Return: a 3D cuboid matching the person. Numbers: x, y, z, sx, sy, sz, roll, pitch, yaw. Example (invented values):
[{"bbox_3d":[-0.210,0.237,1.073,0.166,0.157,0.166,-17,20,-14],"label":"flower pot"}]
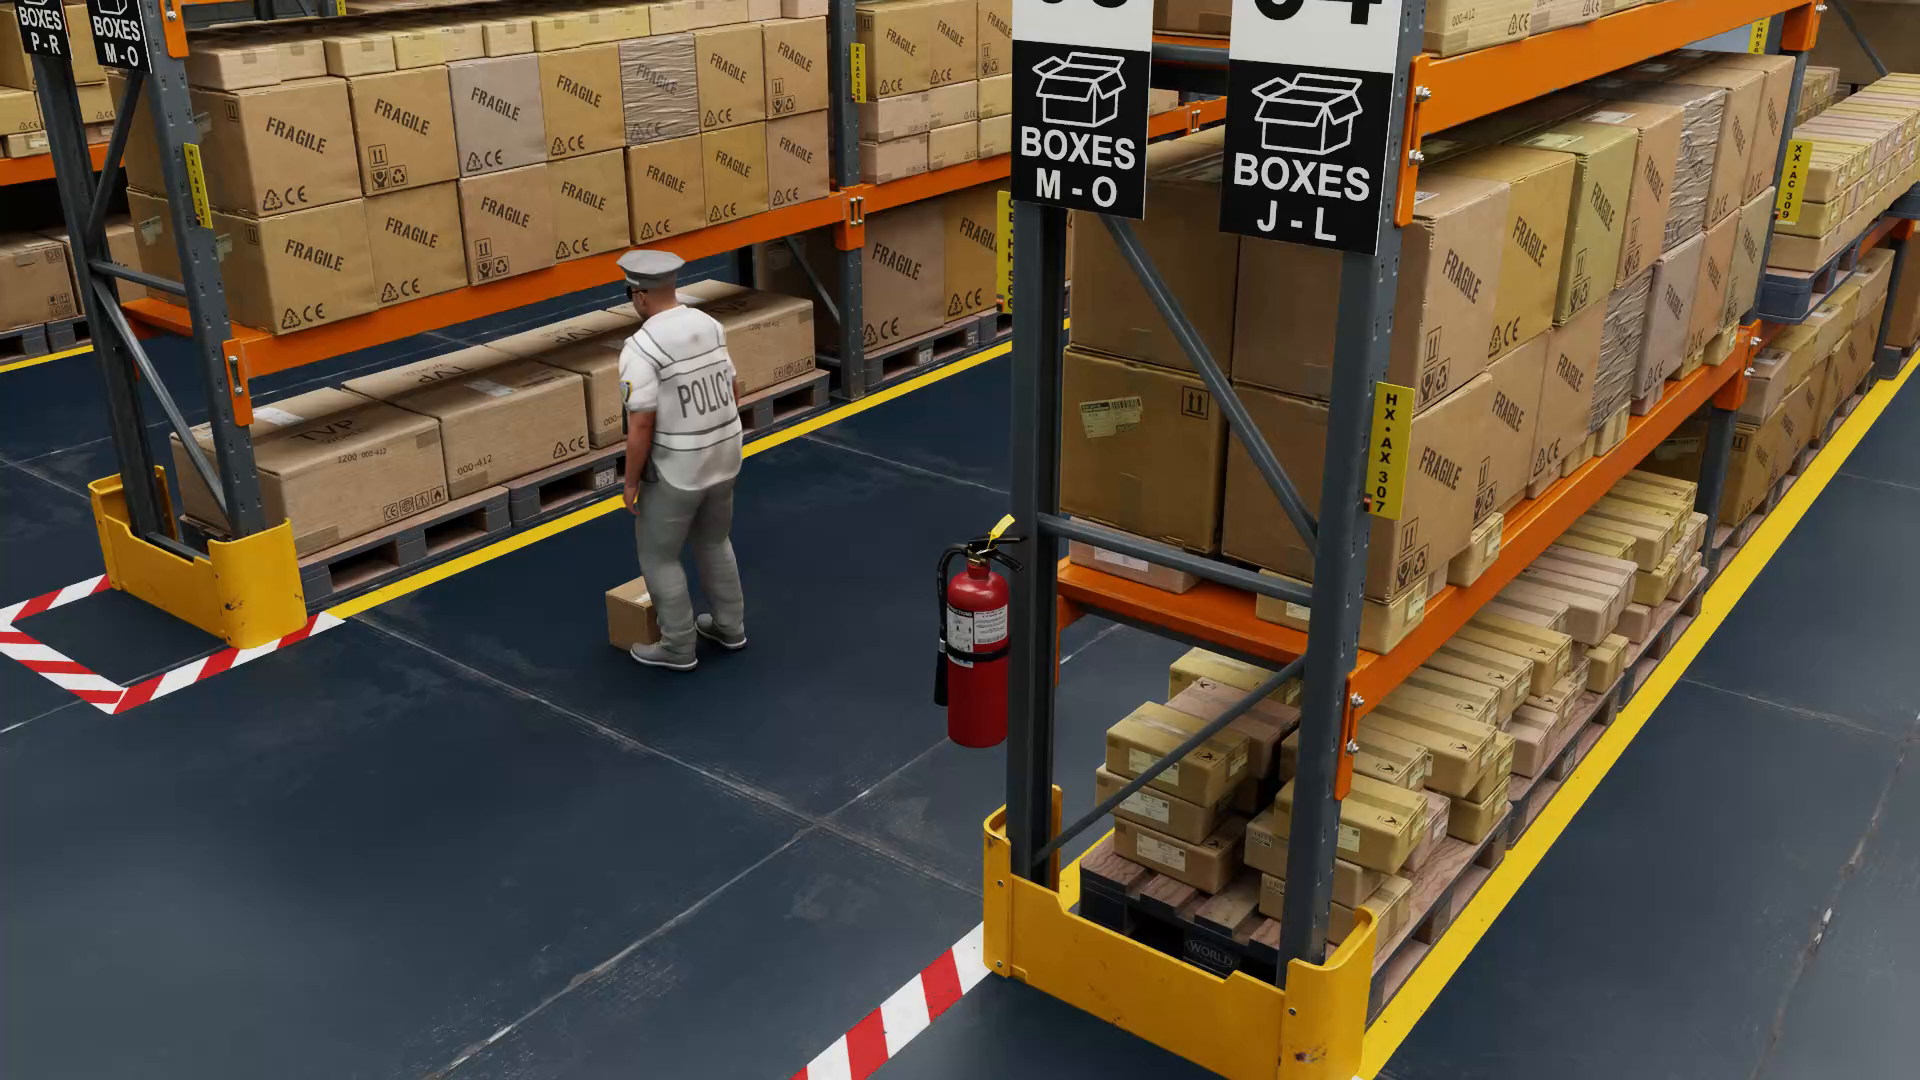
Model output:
[{"bbox_3d":[-1.137,-0.301,6.786,0.470,1.747,0.586,17,28,34],"label":"person"}]
